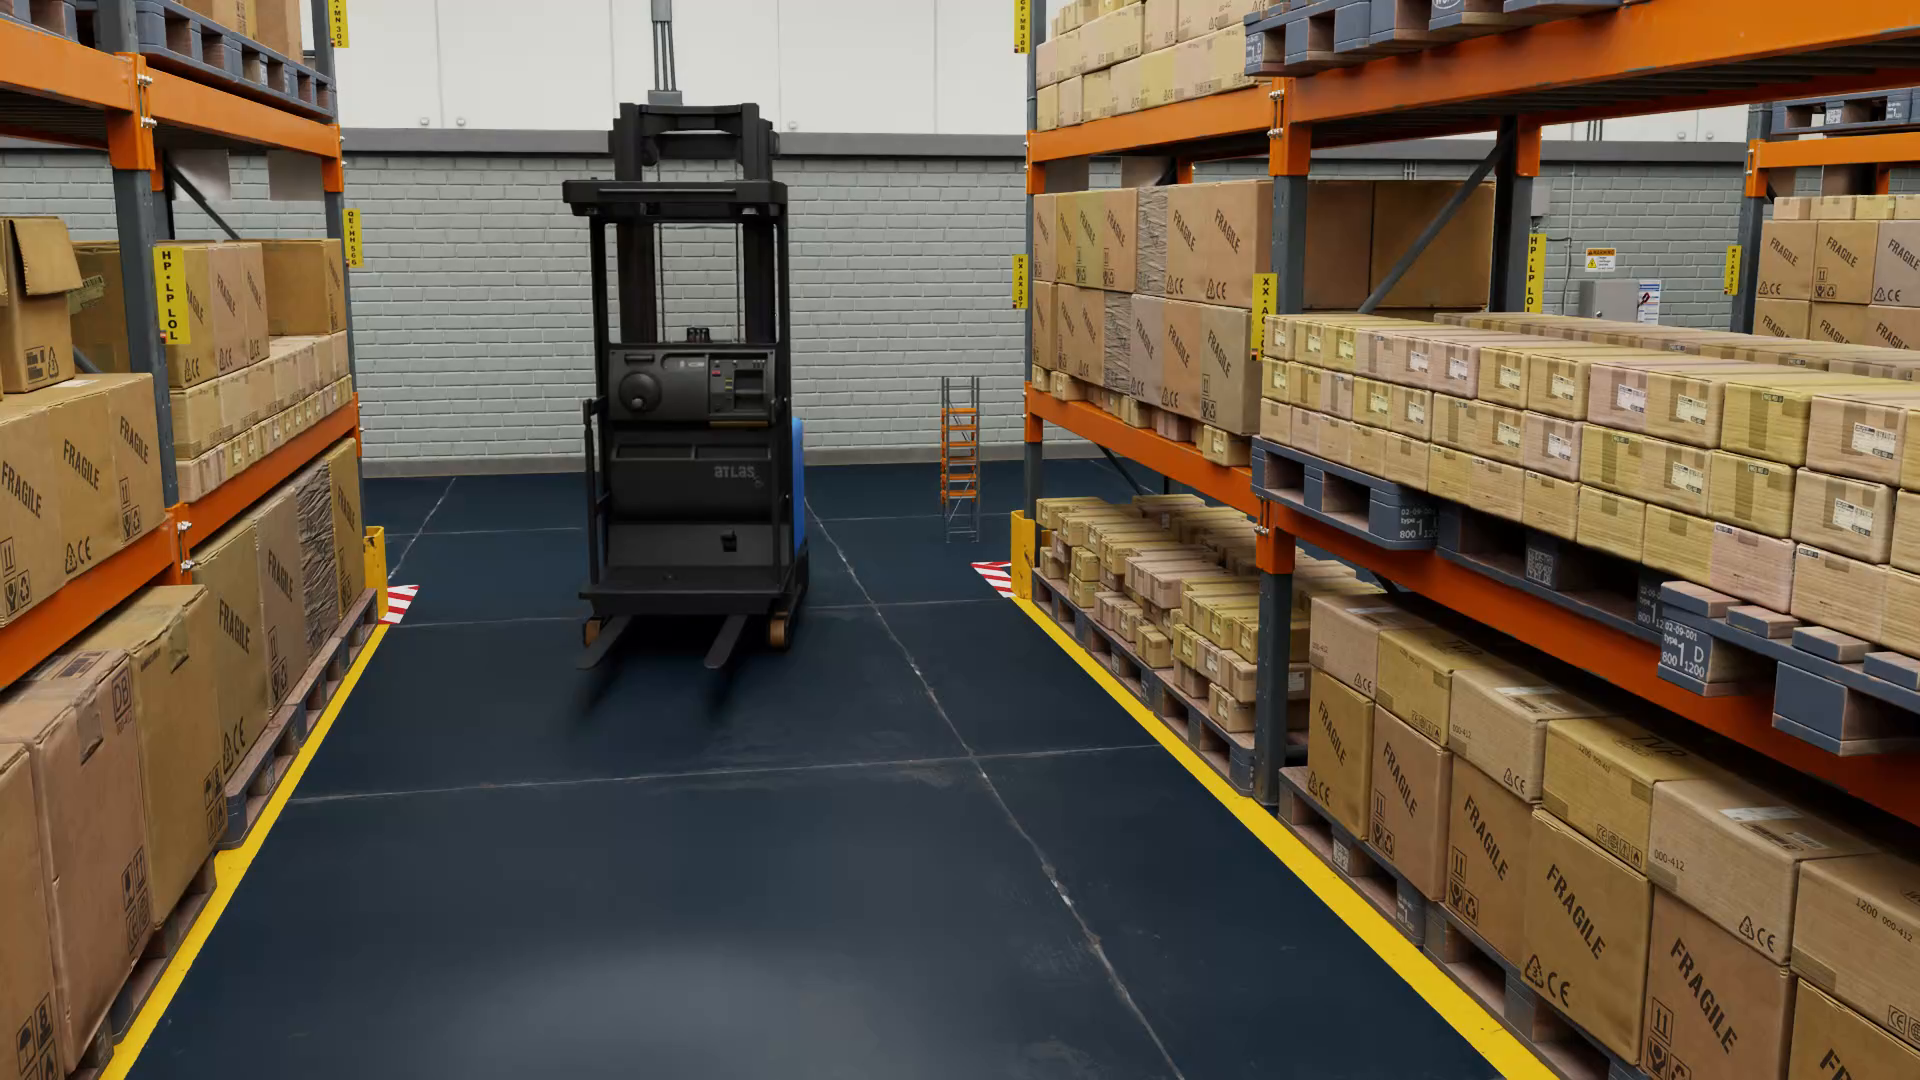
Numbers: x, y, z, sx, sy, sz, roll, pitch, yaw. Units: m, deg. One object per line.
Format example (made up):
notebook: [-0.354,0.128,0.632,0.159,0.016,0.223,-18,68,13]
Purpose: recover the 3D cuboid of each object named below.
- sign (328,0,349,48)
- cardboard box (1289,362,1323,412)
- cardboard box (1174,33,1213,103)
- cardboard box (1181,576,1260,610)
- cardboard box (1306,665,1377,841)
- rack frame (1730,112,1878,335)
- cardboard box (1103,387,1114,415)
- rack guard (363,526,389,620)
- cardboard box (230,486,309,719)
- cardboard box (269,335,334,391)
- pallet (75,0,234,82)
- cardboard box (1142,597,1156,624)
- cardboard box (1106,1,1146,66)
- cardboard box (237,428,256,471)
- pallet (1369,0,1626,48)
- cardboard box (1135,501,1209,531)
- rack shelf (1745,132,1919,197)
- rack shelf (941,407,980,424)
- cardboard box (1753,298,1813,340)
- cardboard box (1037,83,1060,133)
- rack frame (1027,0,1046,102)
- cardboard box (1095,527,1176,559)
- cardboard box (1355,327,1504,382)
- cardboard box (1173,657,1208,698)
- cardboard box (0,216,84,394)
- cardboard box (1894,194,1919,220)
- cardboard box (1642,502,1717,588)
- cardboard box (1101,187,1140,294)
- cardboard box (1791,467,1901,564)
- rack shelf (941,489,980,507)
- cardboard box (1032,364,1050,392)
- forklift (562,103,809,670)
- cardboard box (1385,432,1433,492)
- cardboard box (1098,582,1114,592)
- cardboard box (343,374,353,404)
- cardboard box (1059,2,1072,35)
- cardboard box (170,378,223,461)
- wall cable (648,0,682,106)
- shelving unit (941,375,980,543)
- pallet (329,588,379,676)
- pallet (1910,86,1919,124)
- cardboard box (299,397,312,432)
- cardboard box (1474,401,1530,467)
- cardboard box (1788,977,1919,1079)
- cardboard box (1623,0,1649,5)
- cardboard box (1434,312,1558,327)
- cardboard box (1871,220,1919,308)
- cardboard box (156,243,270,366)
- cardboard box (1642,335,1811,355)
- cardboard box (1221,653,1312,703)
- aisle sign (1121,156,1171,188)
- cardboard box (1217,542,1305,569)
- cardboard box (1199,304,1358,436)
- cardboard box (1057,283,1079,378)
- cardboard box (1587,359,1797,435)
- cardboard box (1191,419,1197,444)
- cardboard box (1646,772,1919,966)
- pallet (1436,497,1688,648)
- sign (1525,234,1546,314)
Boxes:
sign: [-3.447,-2.896,9.209,0.100,0.325,0.005,-2,11,-11]
cardboard box: [1.359,-0.530,5.710,0.380,0.149,0.250,-2,11,-12]
cardboard box: [1.235,-2.009,7.109,0.500,0.250,0.500,-2,11,-11]
cardboard box: [1.239,0.268,7.677,0.380,0.149,0.250,-2,11,-9]
cardboard box: [1.565,0.730,5.902,0.500,0.500,0.500,-2,11,-9]
rack frame: [5.739,-1.369,11.368,1.000,3.000,0.127,-2,11,-11]
cardboard box: [0.969,-0.740,8.734,0.380,0.149,0.250,-2,11,-12]
rack guard: [-3.986,0.215,9.731,1.175,0.500,0.348,-2,11,-11]
cardboard box: [-3.428,0.273,7.298,0.875,0.875,0.875,-2,11,-11]
cardboard box: [-3.529,-0.909,8.556,0.500,0.250,0.500,-2,11,-12]
pallet: [-3.352,-1.856,6.138,1.003,0.211,1.213,-2,11,-11]
cardboard box: [1.120,0.322,8.190,0.380,0.149,0.250,-3,11,-14]
cardboard box: [1.023,-2.445,8.060,0.500,0.250,0.500,-3,11,-13]
cardboard box: [-3.091,-0.363,6.752,0.380,0.149,0.250,-2,11,-13]
pallet: [1.902,-1.511,4.594,1.213,0.211,1.003,-2,11,-11]
cardboard box: [1.247,-0.133,9.782,0.380,0.149,0.250,-2,11,-10]
rack shelf: [6.128,-2.123,9.228,1.077,0.370,4.000,-2,11,-11]
rack shelf: [0.003,-0.897,12.011,0.258,0.103,0.180,-2,11,-11]
cardboard box: [5.551,-1.320,10.841,0.500,0.500,0.500,-2,11,-11]
cardboard box: [0.740,-2.479,9.577,0.500,0.250,0.500,-2,11,-9]
rack frame: [0.903,-4.118,9.764,1.000,3.000,0.127,-2,11,-11]
cardboard box: [0.941,0.030,8.925,0.380,0.149,0.250,-2,11,-9]
cardboard box: [1.460,-0.579,5.176,0.380,0.149,0.250,-2,11,-12]
cardboard box: [1.188,0.601,7.519,0.380,0.149,0.250,-2,11,-13]
cardboard box: [-3.071,-0.700,4.903,0.797,0.503,0.637,-2,11,-12]
cardboard box: [5.767,-1.962,9.805,0.380,0.149,0.250,-2,11,-10]
cardboard box: [1.771,0.001,3.716,0.380,0.149,0.250,-2,11,-12]
cardboard box: [1.017,-1.483,8.230,0.500,0.500,0.500,-2,11,-13]
cardboard box: [1.863,-0.055,3.218,0.380,0.149,0.250,-2,11,-9]
rack shelf: [0.003,-0.307,12.124,0.258,0.103,0.180,-2,11,-11]
cardboard box: [0.645,-0.976,9.974,0.380,0.149,0.250,-2,11,-11]
forklift: [-1.491,-0.900,9.088,1.130,2.935,3.031,0,11,-1]
cardboard box: [1.509,-0.242,4.992,0.380,0.149,0.250,-3,11,-14]
cardboard box: [0.963,0.316,9.017,0.380,0.149,0.250,-2,11,-11]
cardboard box: [-3.589,-0.832,9.218,0.380,0.149,0.250,-2,11,-10]
cardboard box: [0.756,-2.844,9.094,0.380,0.149,0.250,-2,11,-11]
cardboard box: [-3.038,-0.443,6.109,0.500,0.250,0.500,-2,11,-12]
wall cable: [-1.700,-6.699,14.720,2.277,5.999,0.120,-2,11,-11]
shelving unit: [0.003,-0.587,12.070,0.258,1.200,0.189,-2,11,-11]
pallet: [-3.749,0.505,8.980,1.003,0.211,1.213,-2,11,-11]
pallet: [6.134,-2.439,9.205,1.003,0.211,1.213,-2,11,-11]
cardboard box: [-3.338,-0.597,7.984,0.380,0.149,0.250,-2,11,-11]
cardboard box: [1.613,-0.290,4.453,0.380,0.149,0.250,-2,11,-12]
cardboard box: [2.075,1.207,3.395,0.500,0.500,0.500,-2,11,-11]
cardboard box: [1.896,-1.505,3.790,0.500,0.500,0.500,-2,11,-11]
cardboard box: [1.951,-0.746,6.050,0.380,0.149,0.250,-2,11,-8]
cardboard box: [5.768,-1.623,9.757,0.500,0.500,0.500,-2,11,-11]
cardboard box: [-3.240,-0.999,7.023,0.500,0.500,0.500,-2,11,-13]
cardboard box: [2.204,-0.507,4.793,0.380,0.149,0.250,-3,11,-14]
cardboard box: [1.308,0.565,6.913,0.380,0.149,0.250,-2,11,-10]
aisle sign: [1.183,-2.472,10.210,0.394,0.787,0.004,-2,11,-11]
cardboard box: [1.539,0.107,8.524,0.380,0.149,0.250,-2,11,-11]
cardboard box: [1.310,-0.711,6.845,0.500,0.500,0.500,-2,11,-11]
cardboard box: [0.849,-1.176,9.291,0.500,0.500,0.500,-2,11,-11]
cardboard box: [1.720,-0.339,3.914,0.380,0.149,0.250,-2,11,-11]
cardboard box: [1.263,-0.502,7.482,0.380,0.149,0.250,-2,11,-13]
cardboard box: [1.960,0.742,3.834,0.500,0.250,0.500,-2,11,-10]
pallet: [2.034,0.029,4.534,1.003,0.211,1.213,-2,11,-11]
sign: [2.225,-1.027,6.472,0.100,0.325,0.005,-2,11,-11]
